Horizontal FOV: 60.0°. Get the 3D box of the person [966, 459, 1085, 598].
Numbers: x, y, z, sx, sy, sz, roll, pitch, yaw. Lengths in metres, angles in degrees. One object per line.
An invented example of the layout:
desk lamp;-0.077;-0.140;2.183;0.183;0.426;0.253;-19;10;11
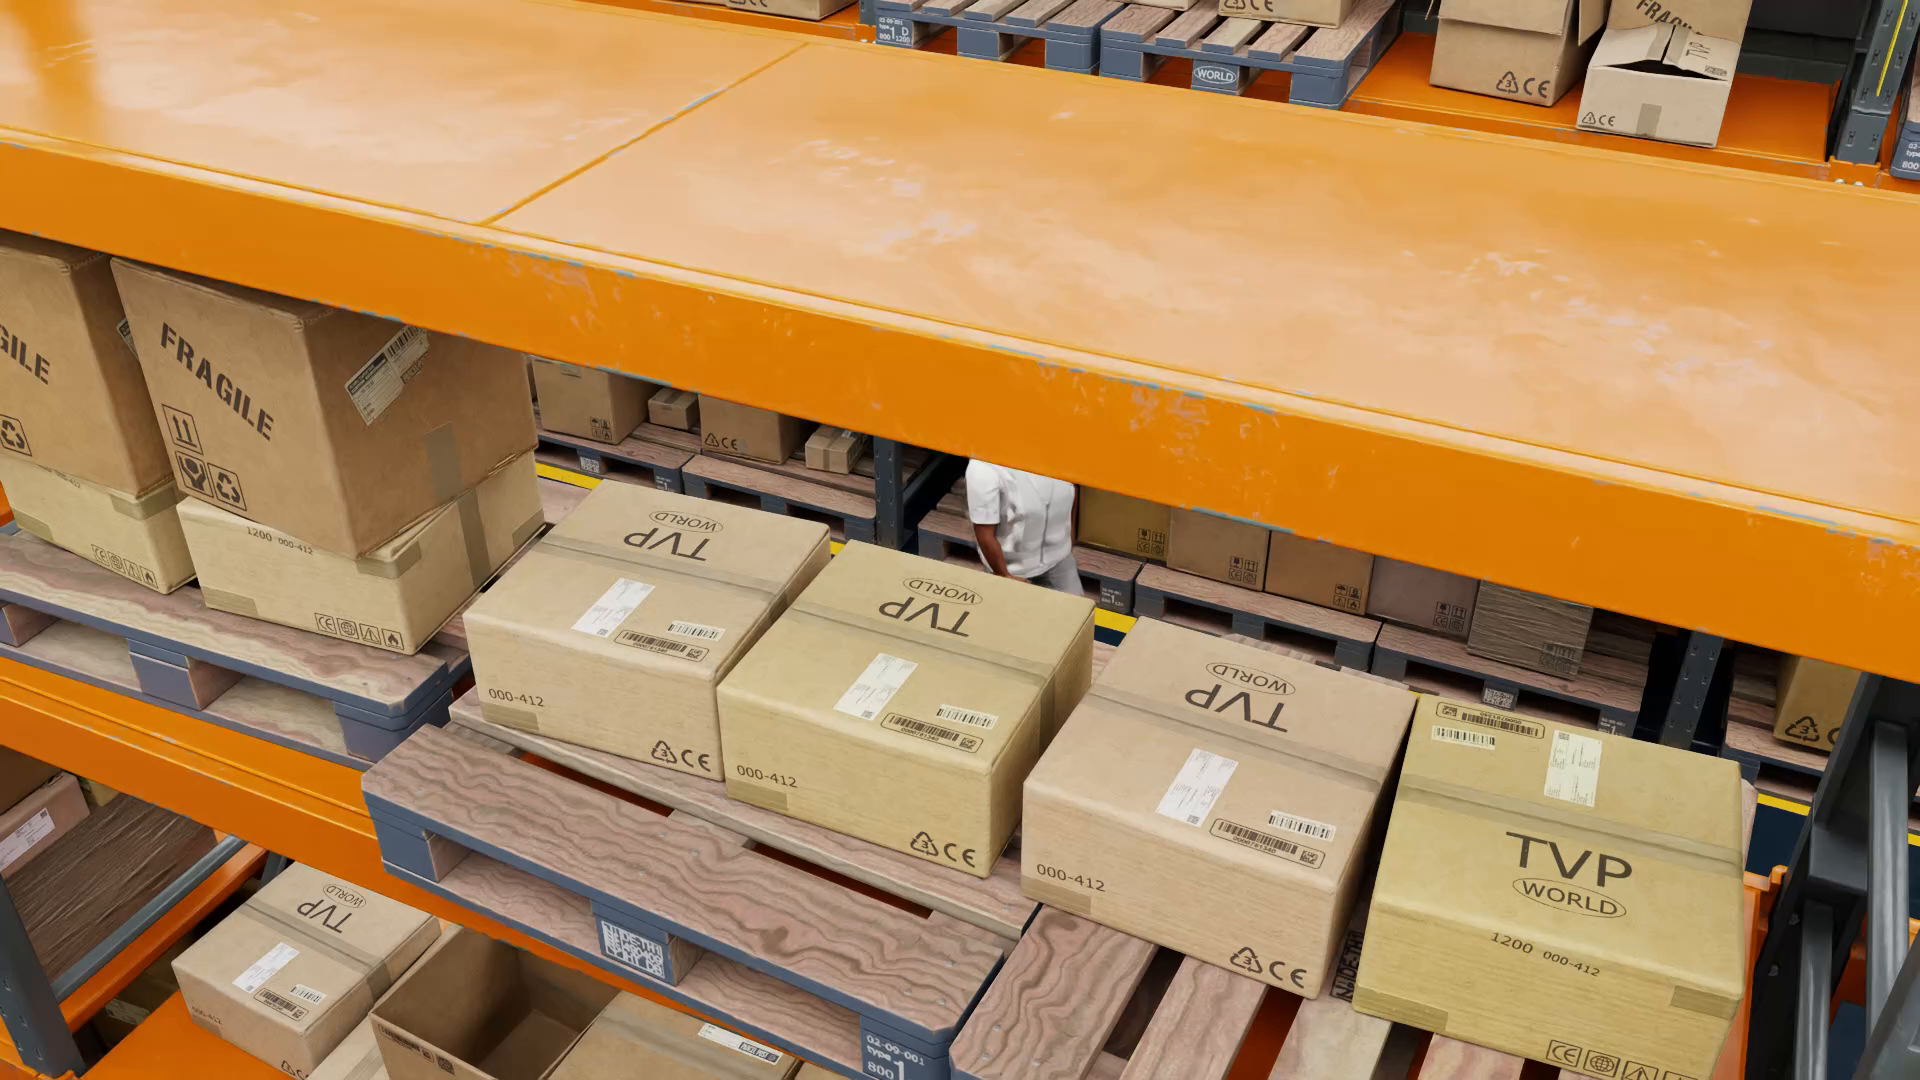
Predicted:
person;0.346;0.075;7.334;0.667;1.741;0.708;-16;37;-23
